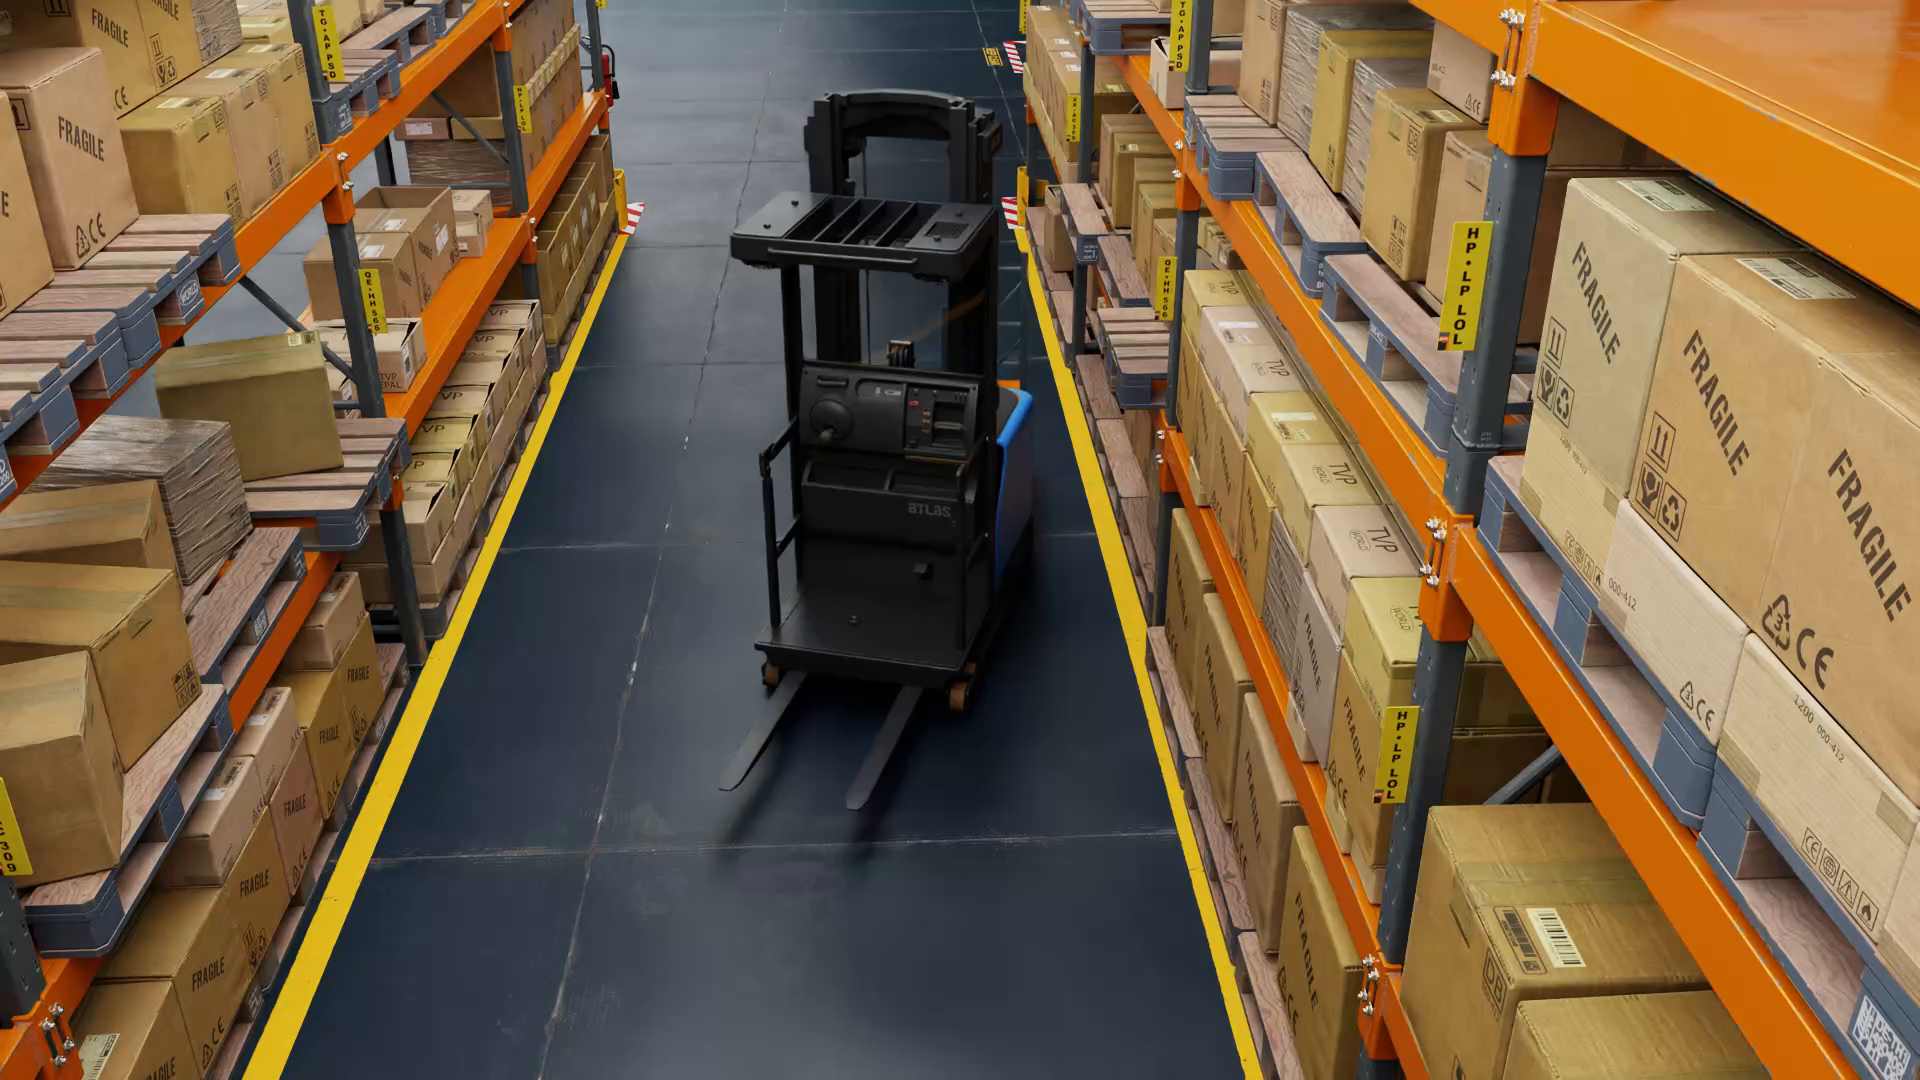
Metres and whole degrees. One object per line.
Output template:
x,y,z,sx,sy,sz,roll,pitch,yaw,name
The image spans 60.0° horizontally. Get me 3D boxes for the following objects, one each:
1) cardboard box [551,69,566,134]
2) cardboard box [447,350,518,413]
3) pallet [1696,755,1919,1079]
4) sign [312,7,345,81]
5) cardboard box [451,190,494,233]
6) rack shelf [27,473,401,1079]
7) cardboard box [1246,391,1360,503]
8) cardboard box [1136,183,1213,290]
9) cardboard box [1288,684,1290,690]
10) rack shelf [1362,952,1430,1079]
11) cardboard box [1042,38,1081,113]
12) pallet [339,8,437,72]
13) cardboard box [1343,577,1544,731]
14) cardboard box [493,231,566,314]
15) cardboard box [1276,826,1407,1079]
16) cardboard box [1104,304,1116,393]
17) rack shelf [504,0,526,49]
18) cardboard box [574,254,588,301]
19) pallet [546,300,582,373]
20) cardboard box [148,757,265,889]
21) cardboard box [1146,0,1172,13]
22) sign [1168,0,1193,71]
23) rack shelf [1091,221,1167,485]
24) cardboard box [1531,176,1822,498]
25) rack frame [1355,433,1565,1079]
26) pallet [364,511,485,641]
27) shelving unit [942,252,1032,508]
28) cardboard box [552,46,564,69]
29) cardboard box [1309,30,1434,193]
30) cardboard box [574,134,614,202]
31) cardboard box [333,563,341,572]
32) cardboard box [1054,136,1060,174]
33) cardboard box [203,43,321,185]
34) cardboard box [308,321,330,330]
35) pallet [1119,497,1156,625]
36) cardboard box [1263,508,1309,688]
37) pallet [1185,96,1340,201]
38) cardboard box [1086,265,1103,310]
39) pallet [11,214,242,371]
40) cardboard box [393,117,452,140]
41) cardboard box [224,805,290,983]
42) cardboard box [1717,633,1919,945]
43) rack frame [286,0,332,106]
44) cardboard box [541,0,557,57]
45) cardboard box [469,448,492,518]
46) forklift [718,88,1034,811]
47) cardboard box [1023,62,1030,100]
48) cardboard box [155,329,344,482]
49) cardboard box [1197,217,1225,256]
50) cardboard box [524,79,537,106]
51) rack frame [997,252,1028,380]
-3.739,-3.710,14.011,0.700,0.500,0.500,-1,28,-2,cardboard box
-3.230,-1.071,10.972,0.500,0.311,0.500,-1,28,-3,cardboard box
1.863,0.717,2.485,1.003,0.211,1.213,-1,28,-3,pallet
-2.843,-2.230,7.479,0.100,0.325,0.005,-1,28,-3,sign
-3.525,-2.213,11.412,0.500,0.250,0.500,0,28,1,cardboard box
-3.281,0.584,6.665,1.077,0.370,4.000,-1,28,-3,rack shelf
1.419,-0.367,6.448,0.500,0.250,0.500,-2,28,-4,cardboard box
1.440,-1.811,9.895,0.700,0.500,0.500,-1,28,-3,cardboard box
1.446,0.549,6.204,0.380,0.149,0.250,-1,28,-3,cardboard box
1.875,2.310,3.356,1.077,0.370,4.000,-1,28,-3,rack shelf
0.944,-3.816,13.653,0.500,0.500,0.500,-1,28,-1,cardboard box
-3.571,-2.733,9.206,1.003,0.211,1.213,0,28,0,pallet
1.490,0.340,5.092,0.500,0.250,0.500,-1,28,-1,cardboard box
-3.306,-2.027,12.602,0.500,0.500,0.500,-1,28,-3,cardboard box
1.606,1.537,5.930,0.750,0.750,0.750,-1,28,-2,cardboard box
1.407,-1.375,11.869,0.700,0.500,0.500,0,28,-1,cardboard box
-3.699,-4.441,13.055,1.077,0.370,4.000,-1,28,-3,rack shelf
-3.358,-2.157,13.660,0.500,0.250,0.500,-1,28,-3,cardboard box
-3.594,-1.638,13.162,1.003,0.211,1.213,-1,28,-3,pallet
-3.011,1.078,6.356,0.500,0.250,0.500,-1,28,-3,cardboard box
1.366,-3.364,9.650,0.500,0.500,0.500,-2,28,-4,cardboard box
1.019,-2.327,7.665,0.100,0.325,0.005,-1,28,-3,sign
1.457,-1.385,10.439,1.077,0.370,4.000,-1,28,-3,rack shelf
1.527,-0.423,3.363,0.500,0.500,0.500,-2,28,-3,cardboard box
1.770,1.067,4.960,1.000,3.000,0.127,-1,28,-3,rack frame
-3.389,0.197,9.645,1.003,0.211,1.213,-1,28,-3,pallet
0.162,-0.910,10.373,0.587,1.500,1.083,1,28,2,shelving unit
-3.539,-4.037,13.937,0.380,0.149,0.250,-1,28,-1,cardboard box
1.740,-1.628,6.300,0.700,0.500,0.500,0,28,0,cardboard box
-3.478,-3.412,15.257,0.500,0.500,0.500,-1,28,-3,cardboard box
-3.656,0.137,9.263,0.500,0.250,0.500,-1,28,-1,cardboard box
1.007,-3.011,12.921,0.500,0.250,0.500,-1,28,-2,cardboard box
-3.329,-1.832,7.168,0.910,0.500,0.500,-1,28,-3,cardboard box
-3.508,-1.135,9.454,0.380,0.149,0.250,1,28,1,cardboard box
1.522,0.095,9.839,1.003,0.211,1.213,-1,28,-3,pallet
1.440,0.207,6.157,0.500,0.500,0.500,-1,28,-3,cardboard box
1.648,-1.730,7.284,1.213,0.211,1.003,0,28,0,pallet
1.258,-2.192,13.437,0.500,0.500,0.500,-3,28,-7,cardboard box
-3.198,-0.840,5.576,1.213,0.211,1.003,-1,28,-3,pallet
-3.822,-2.958,11.869,0.380,0.149,0.250,-1,28,-3,cardboard box
-3.016,1.395,6.558,0.500,0.500,0.500,-1,28,-2,cardboard box
1.589,0.371,2.651,0.500,0.250,0.500,-2,28,-4,cardboard box
-3.385,-3.319,6.882,1.000,3.000,0.127,-1,28,-3,rack frame
-3.729,-4.257,13.657,0.700,0.500,0.500,-1,28,-2,cardboard box
-3.180,-0.347,10.191,0.500,0.250,0.500,-2,28,-4,cardboard box
-0.413,-0.608,8.246,1.130,2.935,3.031,7,28,12,forklift
0.852,-4.184,15.169,0.500,0.250,0.500,-2,28,-4,cardboard box
-3.240,-0.601,7.597,0.700,0.500,0.500,-11,29,-20,cardboard box
1.482,-1.614,8.815,0.380,0.149,0.250,-6,28,-11,cardboard box
-3.469,-3.438,12.789,0.380,0.149,0.250,-2,28,-4,cardboard box
0.179,-1.149,10.831,0.500,1.500,0.032,1,28,2,rack frame
